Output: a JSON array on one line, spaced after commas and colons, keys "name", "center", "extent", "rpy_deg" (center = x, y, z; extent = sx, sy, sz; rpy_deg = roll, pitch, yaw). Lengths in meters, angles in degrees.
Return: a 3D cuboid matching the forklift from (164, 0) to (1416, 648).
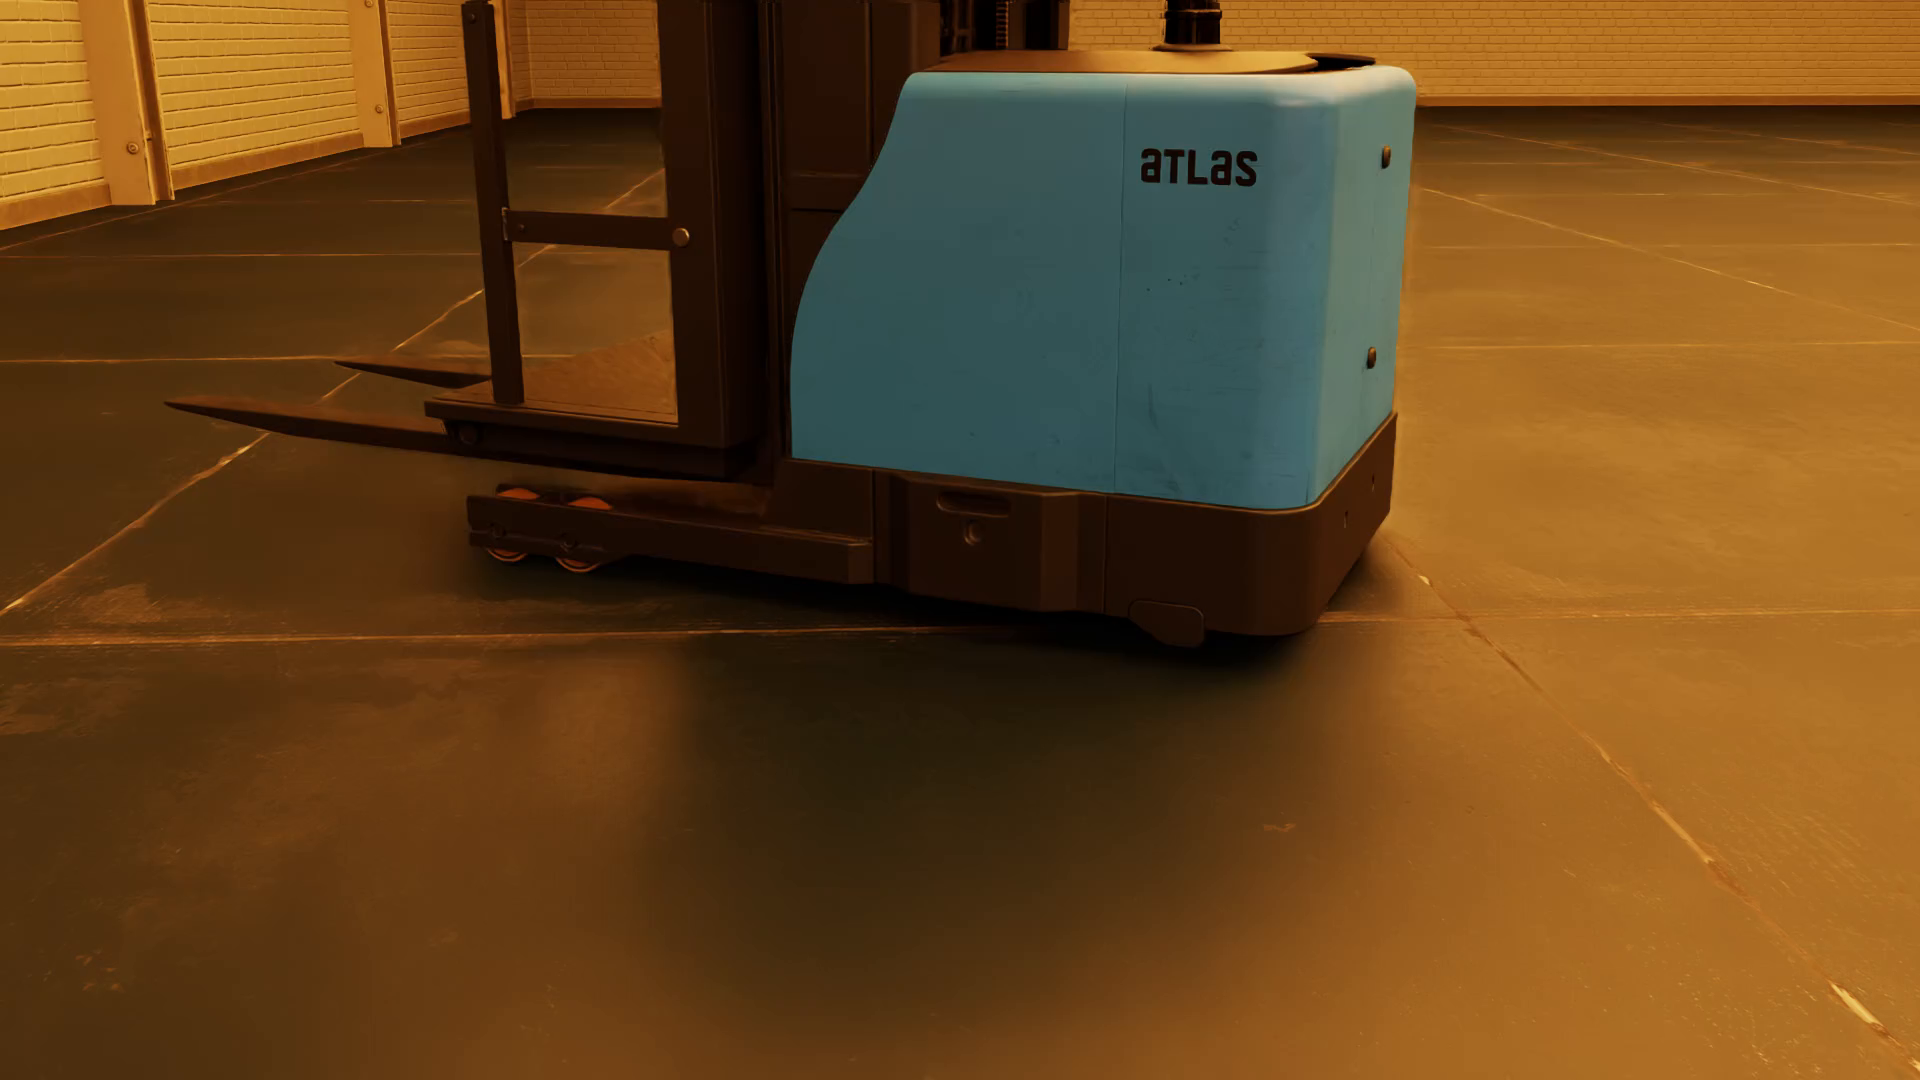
[{"name": "forklift", "center": [-0.556, -1.461, 3.684], "extent": [3.031, 2.935, 1.130], "rpy_deg": [7, 18, 22]}]
